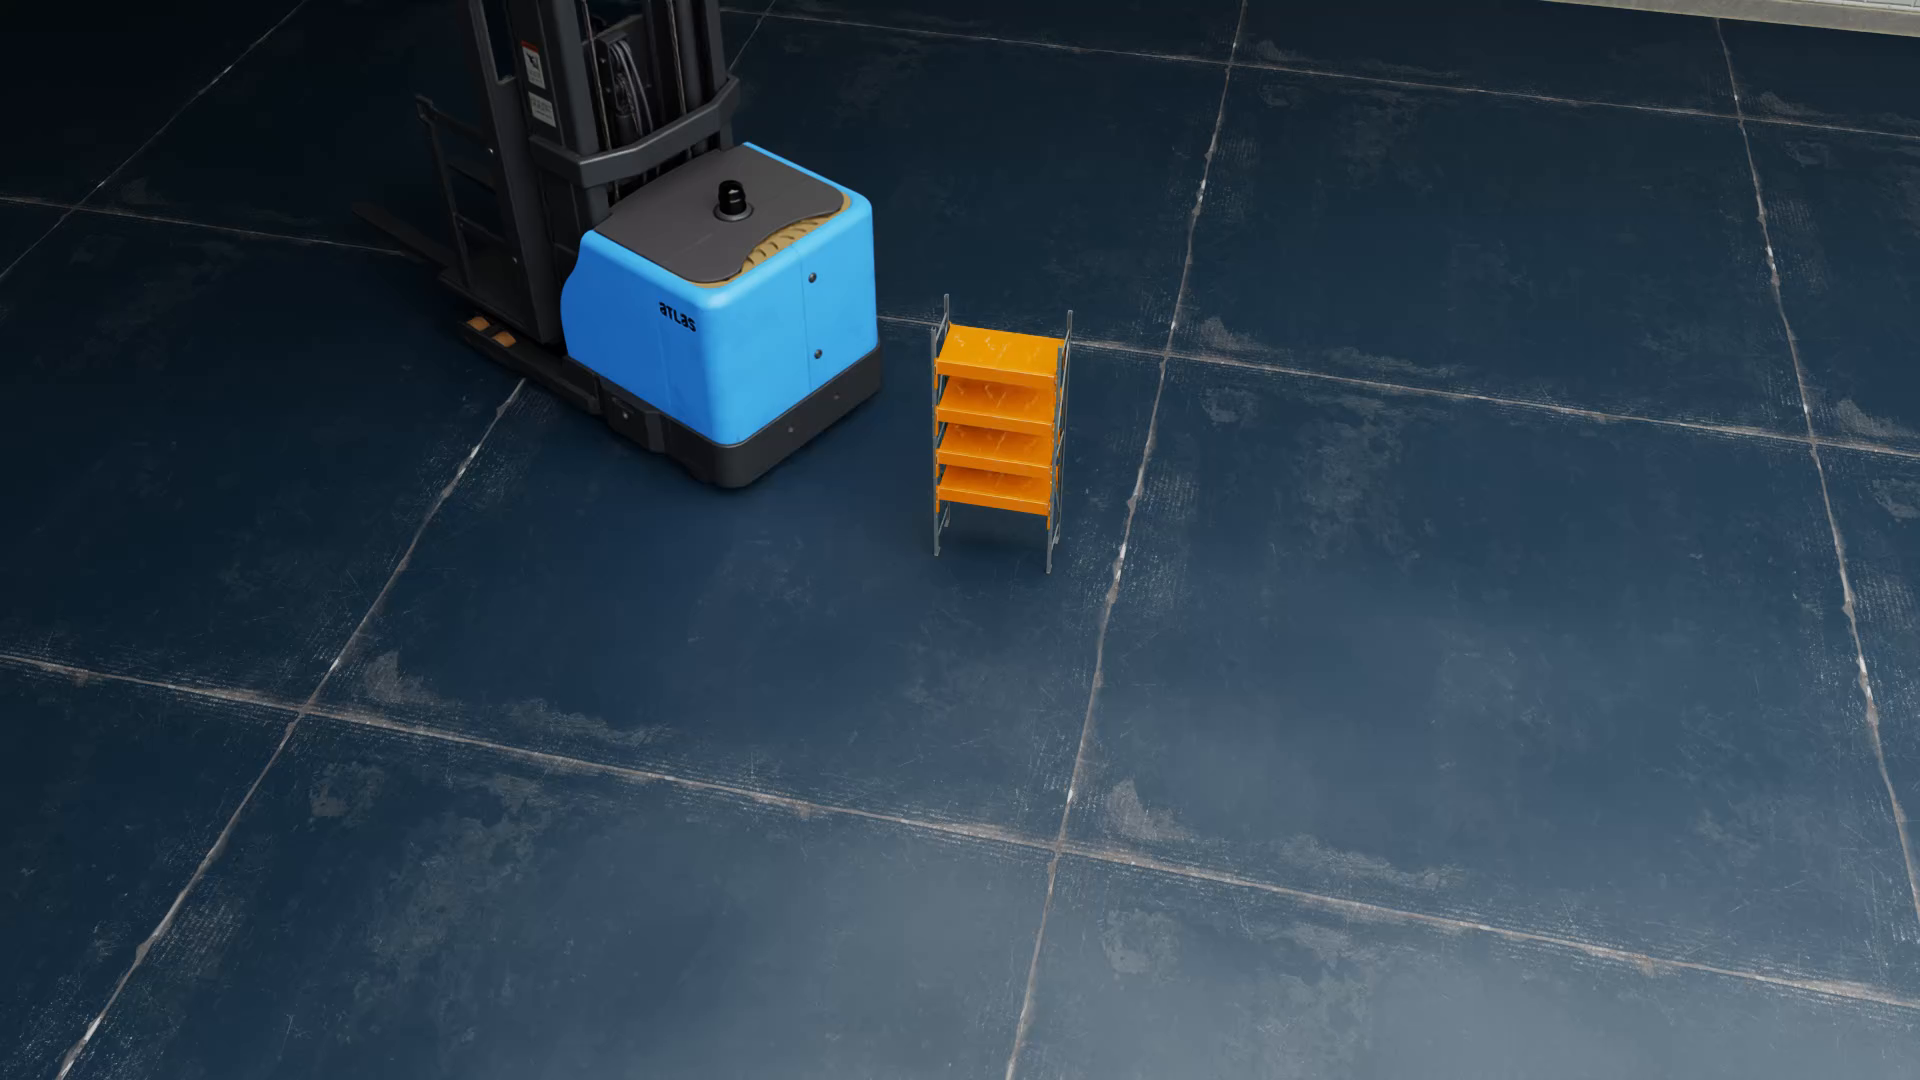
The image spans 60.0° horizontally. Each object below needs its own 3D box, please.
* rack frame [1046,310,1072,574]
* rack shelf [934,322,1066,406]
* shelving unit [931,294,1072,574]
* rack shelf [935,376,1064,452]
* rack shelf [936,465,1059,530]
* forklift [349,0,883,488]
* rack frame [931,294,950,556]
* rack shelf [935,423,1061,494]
[{"bbox_3d":[0.400,-0.370,6.730,0.015,1.200,0.240,9,45,9],"label":"rack frame"},{"bbox_3d":[0.162,-0.690,6.495,0.480,0.148,0.258,9,45,9],"label":"rack shelf"},{"bbox_3d":[0.162,-0.407,6.768,0.503,1.200,0.258,9,45,9],"label":"shelving unit"},{"bbox_3d":[0.162,-0.520,6.659,0.480,0.148,0.258,9,45,9],"label":"rack shelf"},{"bbox_3d":[0.162,-0.216,6.952,0.480,0.148,0.258,9,45,9],"label":"rack shelf"},{"bbox_3d":[-1.823,-2.153,7.334,3.031,2.935,1.130,30,51,27],"label":"forklift"},{"bbox_3d":[-0.077,-0.444,6.806,0.015,1.200,0.240,9,45,9],"label":"rack frame"},{"bbox_3d":[0.162,-0.359,6.815,0.480,0.148,0.258,9,45,9],"label":"rack shelf"}]
